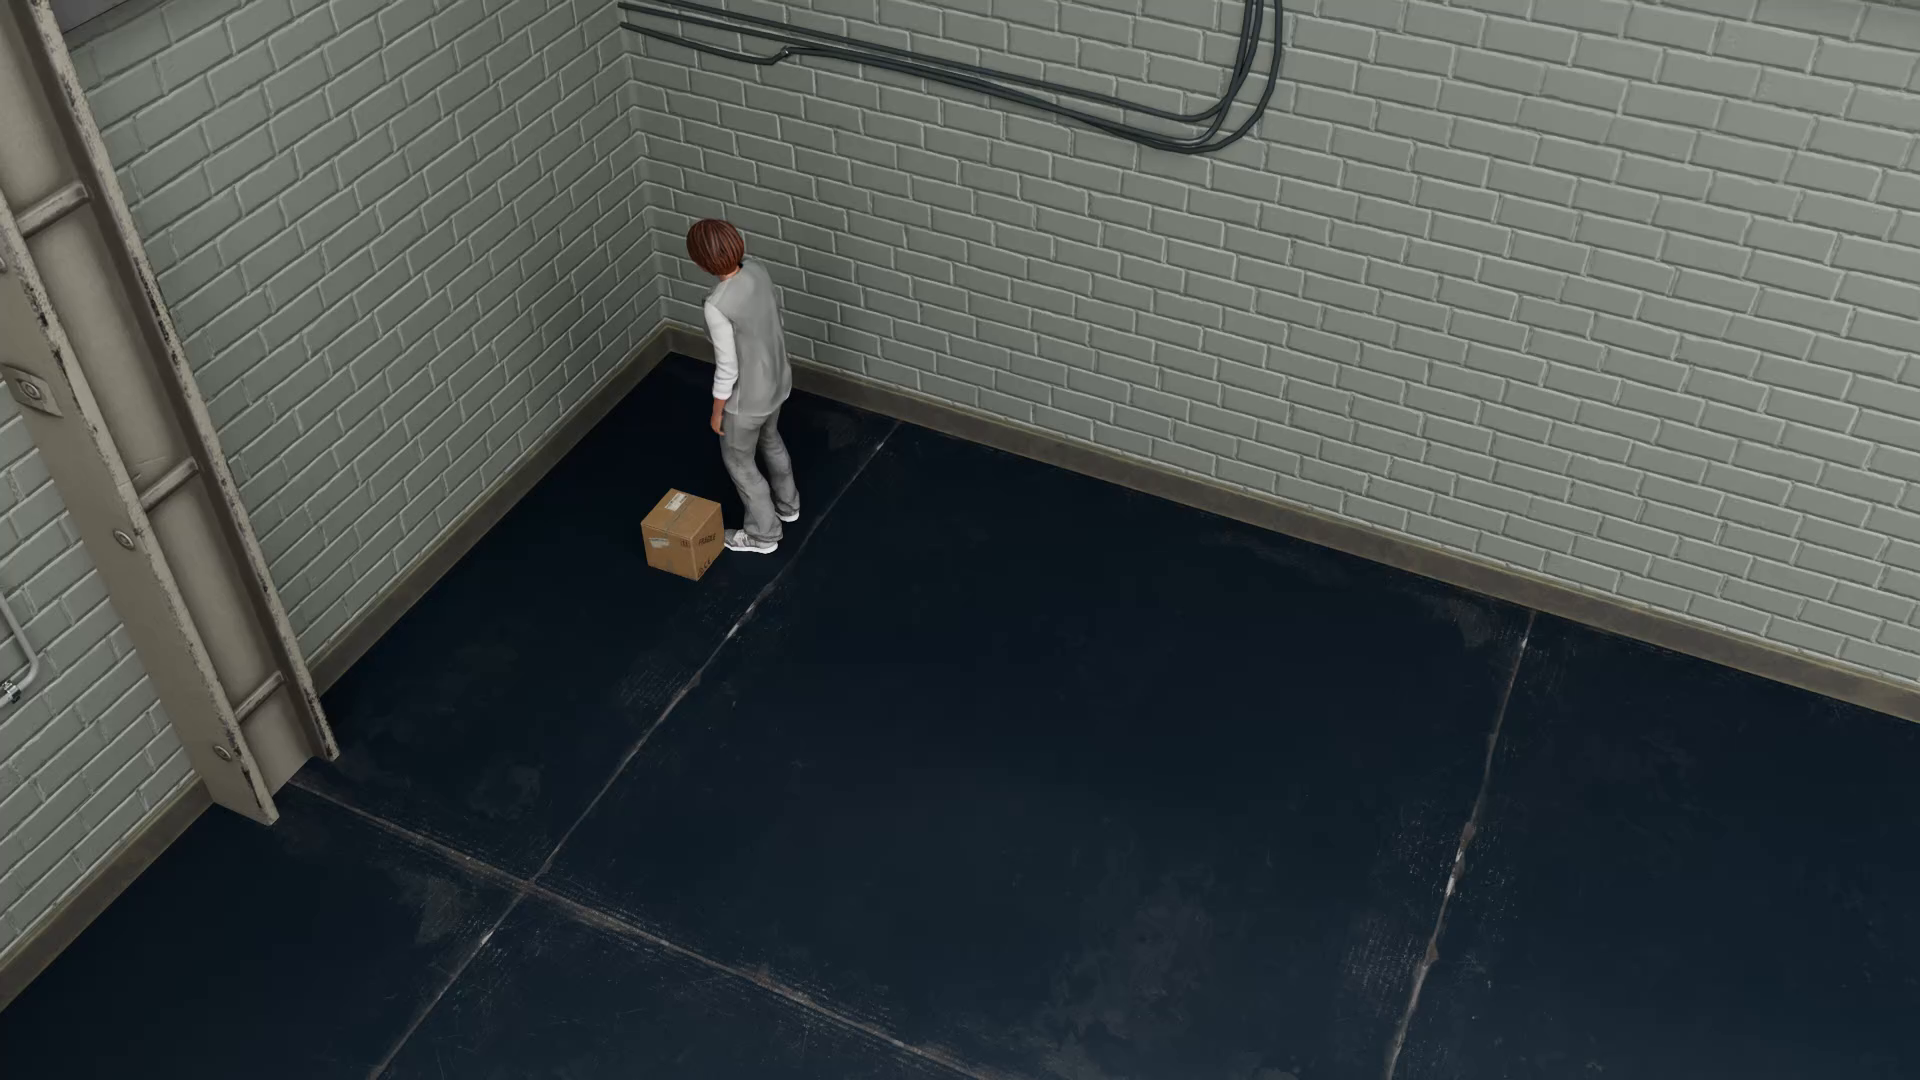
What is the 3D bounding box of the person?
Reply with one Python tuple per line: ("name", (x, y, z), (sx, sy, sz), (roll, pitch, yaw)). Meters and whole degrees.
("person", (-0.883, -0.867, 6.607), (0.333, 0.908, 0.461), (17, 45, 18))
